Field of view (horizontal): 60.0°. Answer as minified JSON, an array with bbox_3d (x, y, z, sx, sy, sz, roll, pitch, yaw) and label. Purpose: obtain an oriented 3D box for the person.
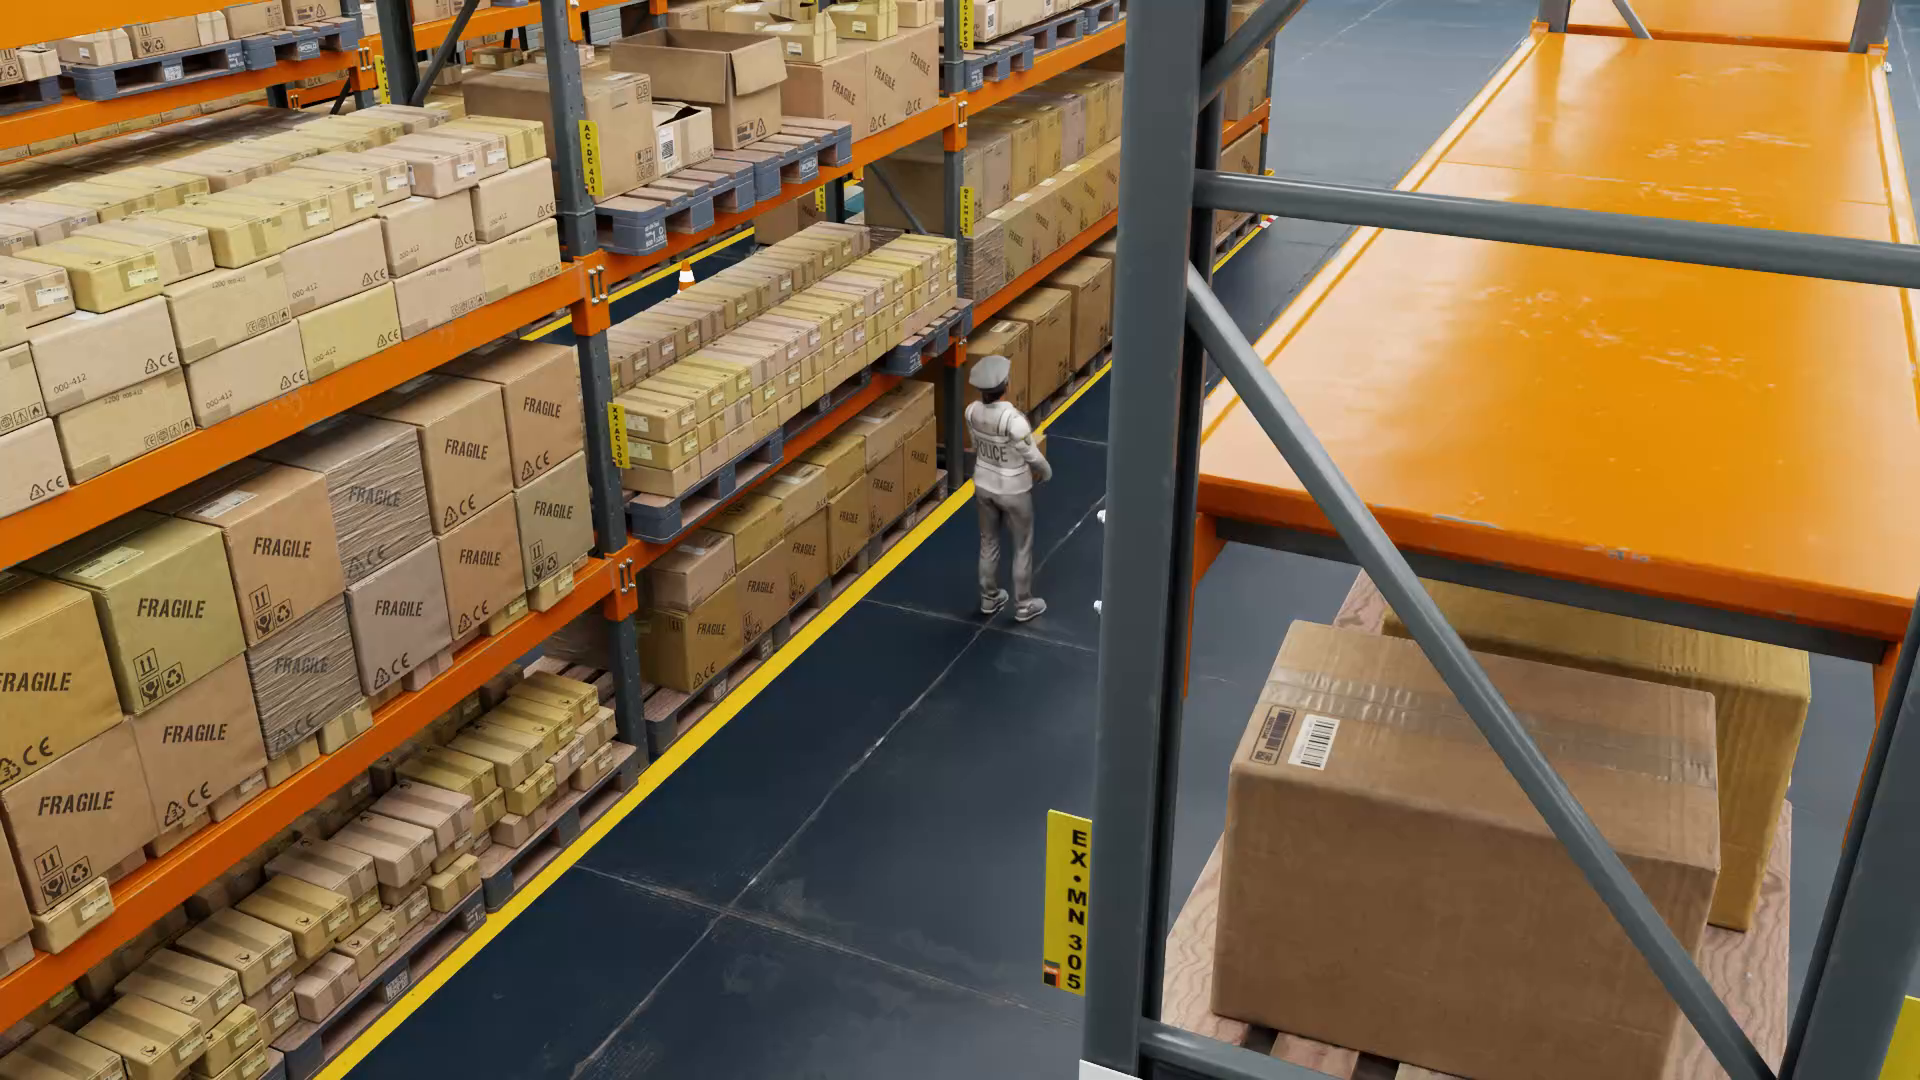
[{"bbox_3d":[0.287,-0.329,10.038,0.471,1.700,0.543,21,33,36],"label":"person"}]
